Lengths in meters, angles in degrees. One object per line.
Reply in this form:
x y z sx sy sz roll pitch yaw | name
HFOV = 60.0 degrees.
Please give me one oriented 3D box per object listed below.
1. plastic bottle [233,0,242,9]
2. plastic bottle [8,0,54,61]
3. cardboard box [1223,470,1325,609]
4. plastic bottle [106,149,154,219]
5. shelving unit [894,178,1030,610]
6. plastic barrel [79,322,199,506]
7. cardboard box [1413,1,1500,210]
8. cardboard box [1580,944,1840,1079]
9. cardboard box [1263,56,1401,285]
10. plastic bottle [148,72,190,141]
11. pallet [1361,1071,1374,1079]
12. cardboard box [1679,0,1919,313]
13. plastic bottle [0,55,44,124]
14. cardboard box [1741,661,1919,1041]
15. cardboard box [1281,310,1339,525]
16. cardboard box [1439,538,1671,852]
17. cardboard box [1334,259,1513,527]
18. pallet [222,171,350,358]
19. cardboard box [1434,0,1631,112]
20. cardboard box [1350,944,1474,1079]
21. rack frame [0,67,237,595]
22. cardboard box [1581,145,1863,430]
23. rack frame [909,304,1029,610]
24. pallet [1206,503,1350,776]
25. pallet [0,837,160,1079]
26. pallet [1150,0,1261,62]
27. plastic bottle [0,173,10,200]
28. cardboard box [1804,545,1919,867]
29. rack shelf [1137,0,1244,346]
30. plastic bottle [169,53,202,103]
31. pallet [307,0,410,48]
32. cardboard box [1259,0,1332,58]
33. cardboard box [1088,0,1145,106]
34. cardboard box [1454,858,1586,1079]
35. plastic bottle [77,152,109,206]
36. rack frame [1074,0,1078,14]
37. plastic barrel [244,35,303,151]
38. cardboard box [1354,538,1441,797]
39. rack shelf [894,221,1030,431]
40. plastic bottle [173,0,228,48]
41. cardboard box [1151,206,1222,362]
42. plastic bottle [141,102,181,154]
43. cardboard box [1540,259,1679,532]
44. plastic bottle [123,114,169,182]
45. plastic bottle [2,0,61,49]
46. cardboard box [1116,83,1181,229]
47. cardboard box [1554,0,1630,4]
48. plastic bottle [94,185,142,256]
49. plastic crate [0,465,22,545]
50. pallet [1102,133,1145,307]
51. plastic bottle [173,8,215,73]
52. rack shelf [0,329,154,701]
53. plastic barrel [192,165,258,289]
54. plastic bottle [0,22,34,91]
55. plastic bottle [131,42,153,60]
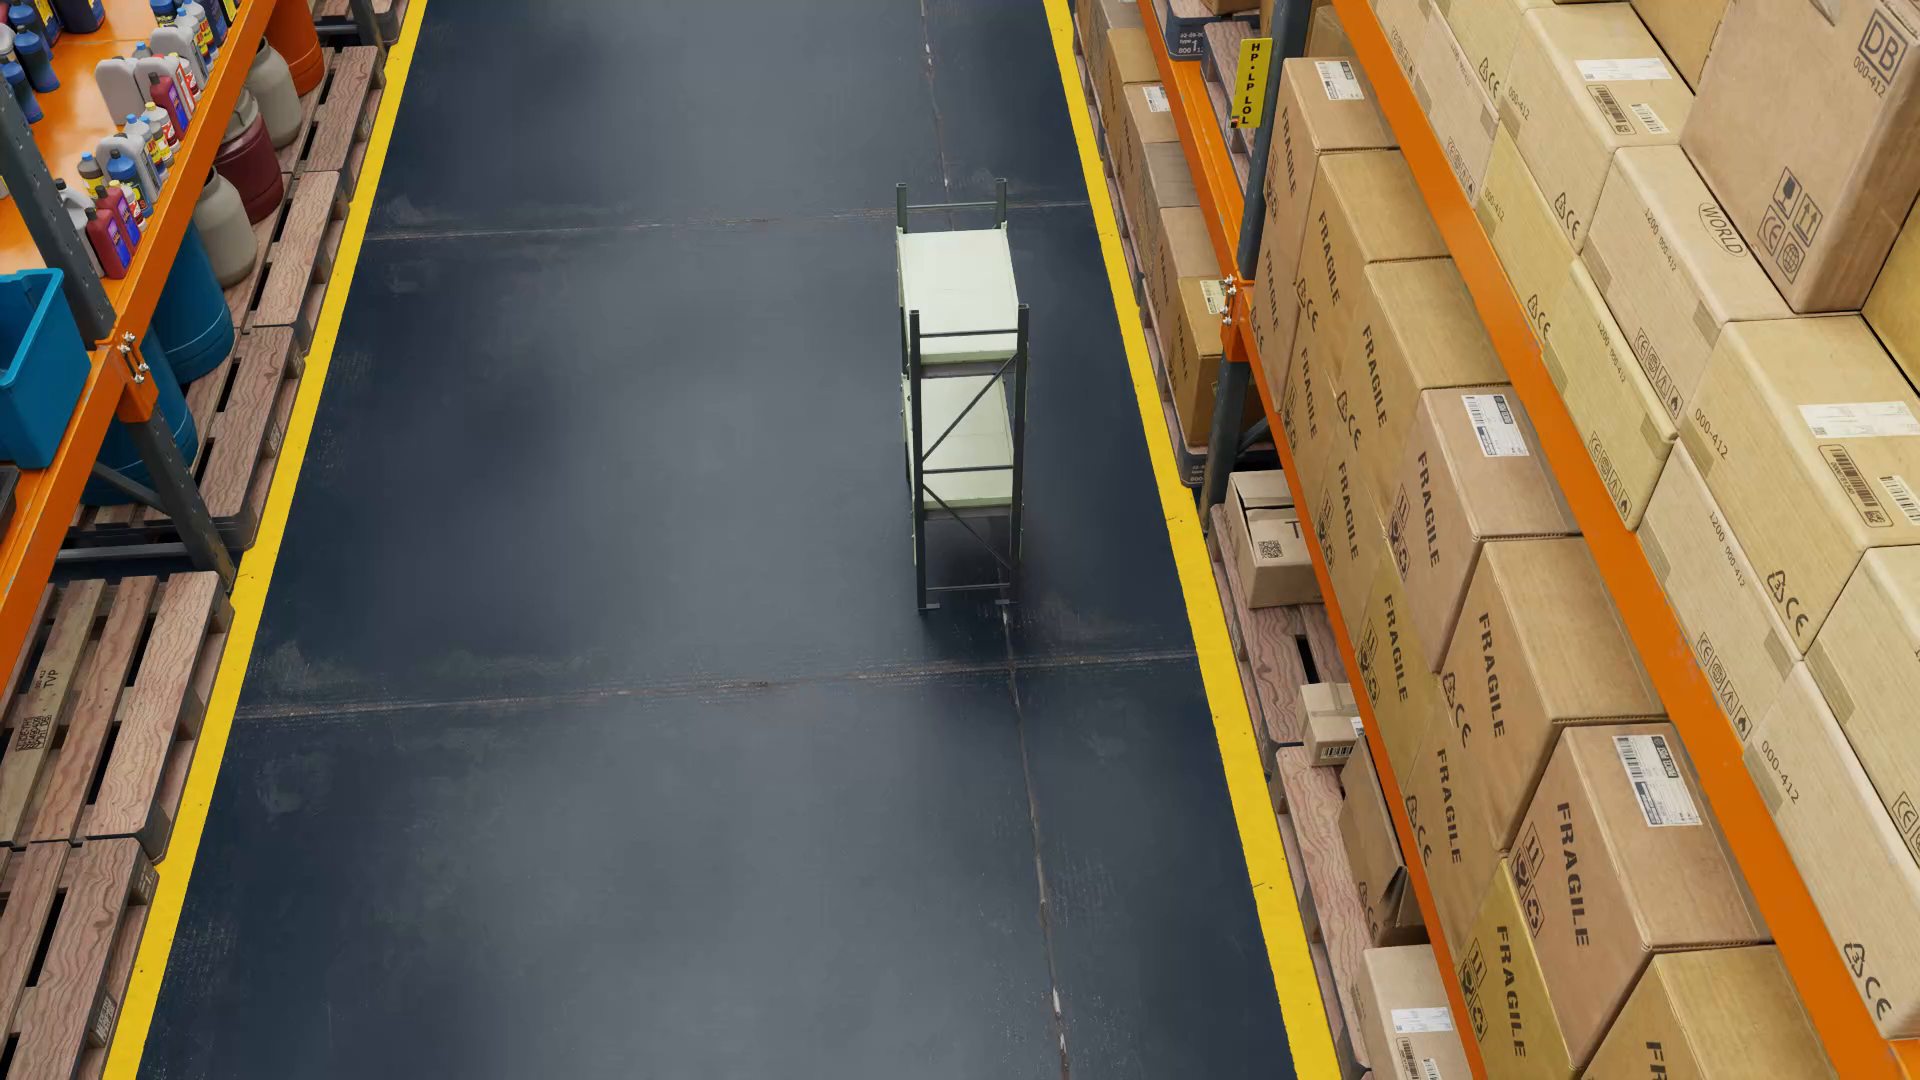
-3.242 -2.495 7.217 0.144 0.351 0.185 -3 47 -3 | plastic bottle
-3.879 -2.127 6.923 0.097 0.271 0.097 0 47 0 | plastic bottle
1.323 -0.037 6.404 0.500 0.311 0.500 -3 47 -3 | cardboard box
-3.086 -1.325 6.164 0.097 0.271 0.097 0 47 0 | plastic bottle
-0.001 -0.521 6.347 0.431 1.500 0.755 -3 47 -3 | shelving unit
-3.462 -0.646 6.589 0.600 0.901 0.708 -3 47 -3 | plastic barrel
1.375 -1.016 3.820 0.500 0.250 0.500 -3 47 -3 | cardboard box
1.527 1.083 3.037 0.500 0.500 0.500 -4 47 -4 | cardboard box
1.262 -1.147 5.150 0.500 0.500 0.500 -2 47 -2 | cardboard box
-3.113 -1.722 6.532 0.061 0.283 0.133 -3 47 -3 | plastic bottle
1.764 2.094 4.758 1.003 0.211 1.213 -3 47 -3 | pallet
1.673 -0.736 2.694 0.700 0.500 0.500 -3 47 -3 | cardboard box
-3.750 -1.798 6.612 0.097 0.271 0.097 0 47 0 | plastic bottle
1.532 0.431 2.449 0.500 0.250 0.500 -3 47 -3 | cardboard box
1.320 -0.406 5.136 0.500 0.500 0.500 -3 47 -3 | cardboard box
1.435 0.343 3.738 0.500 0.500 0.500 -2 47 -2 | cardboard box
1.348 -0.402 4.444 0.500 0.500 0.500 -5 47 -4 | cardboard box
-3.562 -1.315 7.987 1.003 0.211 1.213 -3 47 -3 | pallet
1.370 -1.188 3.639 0.500 0.250 0.500 -3 47 -3 | cardboard box
1.497 1.494 4.997 0.500 0.250 0.500 -3 47 -3 | cardboard box
-3.433 -0.829 5.605 1.000 3.000 0.127 -3 47 -3 | rack frame
1.461 -0.465 2.954 0.500 0.250 0.500 -3 47 -3 | cardboard box
0.030 -0.256 6.096 0.400 1.500 0.023 -3 47 -3 | rack frame
1.560 0.329 6.430 1.003 0.211 1.213 -3 47 -3 | pallet
-3.228 1.544 5.278 1.003 0.211 1.213 -3 47 -3 | pallet
1.336 -2.548 7.366 1.003 0.211 1.213 -3 47 -3 | pallet
-3.693 -1.466 6.243 0.144 0.351 0.185 -3 47 -3 | plastic bottle
1.541 0.259 2.268 0.500 0.250 0.500 -3 47 -3 | cardboard box
1.336 -2.327 7.520 1.077 0.370 4.000 -3 47 -3 | rack shelf
-3.152 -1.874 6.732 0.097 0.201 0.097 0 47 0 | plastic bottle
-3.794 -3.327 9.892 1.003 0.211 1.213 -3 47 -3 | pallet
1.566 -2.156 6.504 0.700 0.500 0.500 3 47 3 | cardboard box
0.971 -2.588 8.690 0.500 0.500 0.500 -5 47 -5 | cardboard box
1.482 1.050 3.757 0.500 0.500 0.500 -3 47 -3 | cardboard box
-3.246 -1.362 6.248 0.097 0.201 0.097 0 47 0 | plastic bottle
1.168 -4.021 8.629 1.000 3.000 0.127 -3 47 -3 | rack frame
-3.574 -2.256 8.381 0.421 0.512 0.421 0 47 0 | plastic barrel
1.404 0.324 4.445 0.500 0.500 0.500 -4 47 -4 | cardboard box
-0.001 -0.789 6.063 0.431 0.370 0.720 -3 47 -3 | rack shelf
-3.215 -2.264 6.999 0.144 0.351 0.185 -3 47 -3 | plastic bottle
1.143 -1.117 7.297 0.500 0.500 0.500 -3 47 -3 | cardboard box
-3.122 -1.610 6.482 0.097 0.201 0.097 0 47 0 | plastic bottle
1.446 -0.292 3.134 0.500 0.250 0.500 -3 47 -3 | cardboard box
-3.105 -1.493 6.323 0.097 0.271 0.097 0 47 0 | plastic bottle
-3.928 -2.254 6.989 0.144 0.351 0.185 -3 47 -3 | plastic bottle
1.057 -1.847 7.989 0.500 0.500 0.500 -5 47 -5 | cardboard box
1.530 -1.456 3.376 0.700 0.500 0.500 -3 47 -3 | cardboard box
-3.050 -1.176 6.015 0.061 0.283 0.133 -3 47 -3 | plastic bottle
-3.072 0.039 4.932 0.437 0.125 0.590 -3 47 -3 | plastic crate
1.292 -1.639 8.294 1.003 0.211 1.213 -3 47 -3 | pallet
-3.172 -2.066 6.866 0.097 0.271 0.097 0 47 0 | plastic bottle
-3.266 0.866 4.496 1.077 0.370 4.000 -3 47 -3 | rack shelf
-3.479 -1.439 7.607 0.421 0.512 0.421 0 47 0 | plastic barrel
-3.892 -1.946 6.749 0.152 0.276 0.135 -3 47 -3 | plastic bottle
-3.312 -1.935 6.790 0.097 0.201 0.097 0 47 0 | plastic bottle
